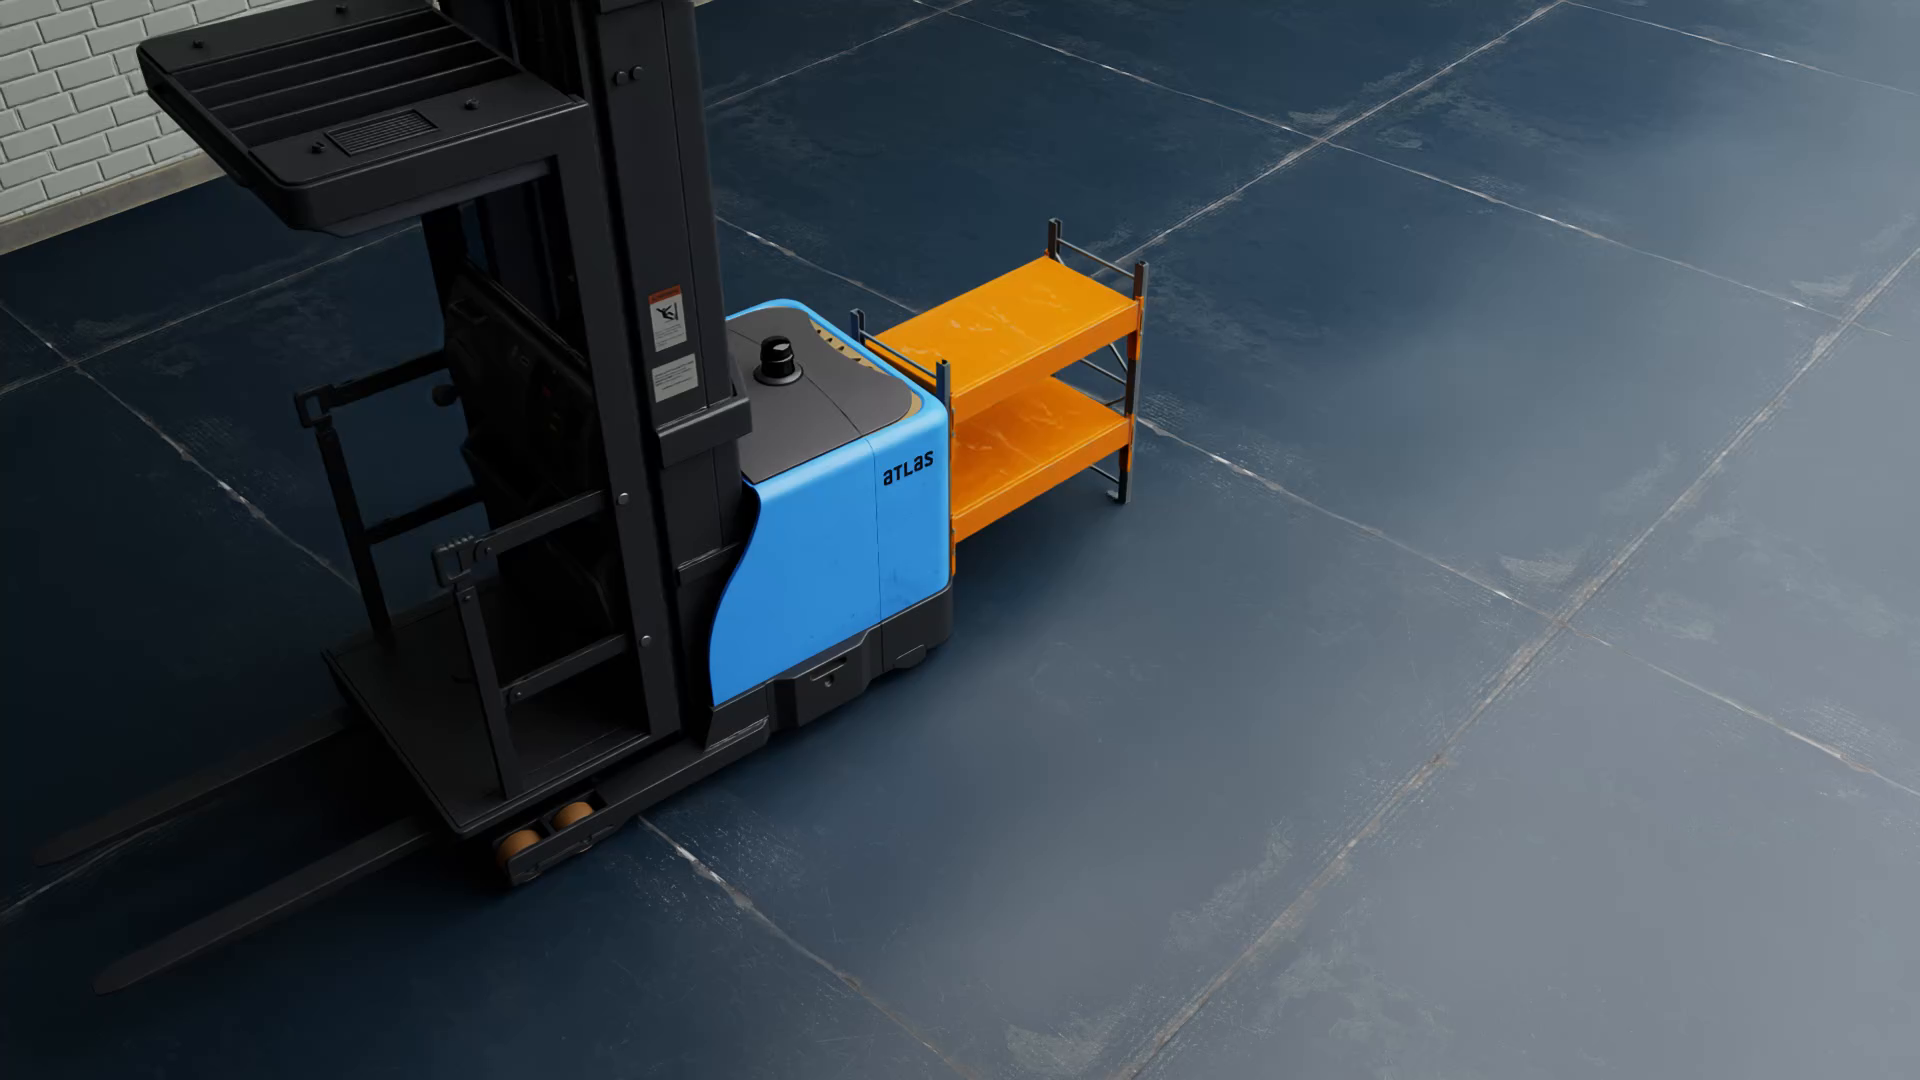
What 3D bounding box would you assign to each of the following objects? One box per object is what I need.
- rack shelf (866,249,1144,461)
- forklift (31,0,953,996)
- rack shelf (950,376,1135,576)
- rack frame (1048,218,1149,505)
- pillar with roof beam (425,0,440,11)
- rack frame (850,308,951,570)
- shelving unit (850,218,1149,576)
[{"bbox_3d":[0.158,-0.720,6.281,1.000,0.278,0.538,-30,47,-32],"label":"rack shelf"},{"bbox_3d":[-1.494,-0.419,4.923,3.031,2.935,1.130,-26,46,-29],"label":"forklift"},{"bbox_3d":[0.158,-0.299,6.616,1.000,0.278,0.538,-30,47,-32],"label":"rack shelf"},{"bbox_3d":[0.530,-0.707,6.735,0.032,1.125,0.500,-30,47,-32],"label":"rack frame"},{"bbox_3d":[0.176,-4.414,5.070,9.100,9.000,0.400,30,47,32],"label":"pillar with roof beam"},{"bbox_3d":[-0.213,-0.275,6.192,0.032,1.125,0.500,-30,47,-32],"label":"rack frame"},{"bbox_3d":[0.158,-0.491,6.463,1.048,1.125,0.538,-30,47,-32],"label":"shelving unit"}]
